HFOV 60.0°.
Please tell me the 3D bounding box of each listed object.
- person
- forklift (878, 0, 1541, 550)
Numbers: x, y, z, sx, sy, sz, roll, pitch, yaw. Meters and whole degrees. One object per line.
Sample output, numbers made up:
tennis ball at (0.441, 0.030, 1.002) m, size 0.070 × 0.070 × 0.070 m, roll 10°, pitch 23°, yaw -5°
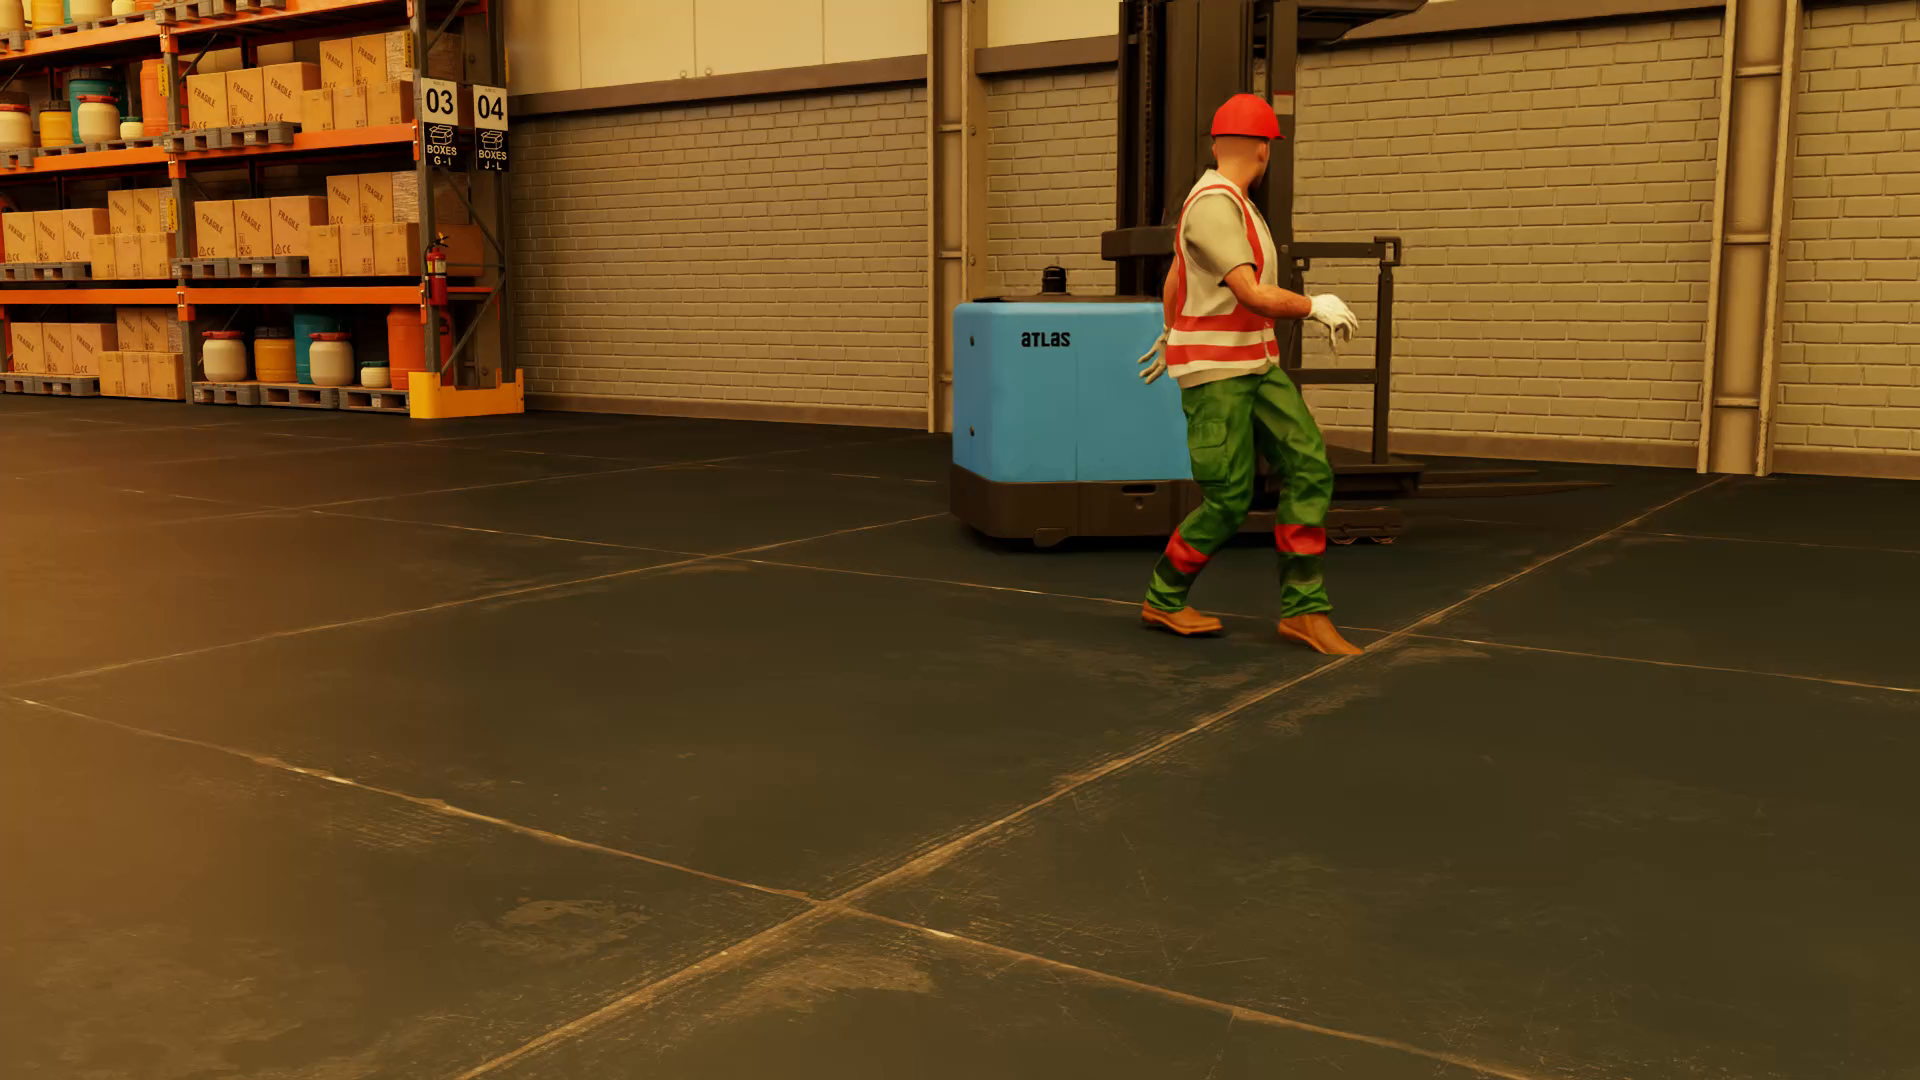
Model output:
person at (1.133, -0.497, 4.919) m, size 0.844 × 1.773 × 0.483 m, roll -6°, pitch 10°, yaw -35°
forklift at (1.179, -1.488, 7.655) m, size 3.031 × 2.935 × 1.130 m, roll -2°, pitch 8°, yaw -11°
